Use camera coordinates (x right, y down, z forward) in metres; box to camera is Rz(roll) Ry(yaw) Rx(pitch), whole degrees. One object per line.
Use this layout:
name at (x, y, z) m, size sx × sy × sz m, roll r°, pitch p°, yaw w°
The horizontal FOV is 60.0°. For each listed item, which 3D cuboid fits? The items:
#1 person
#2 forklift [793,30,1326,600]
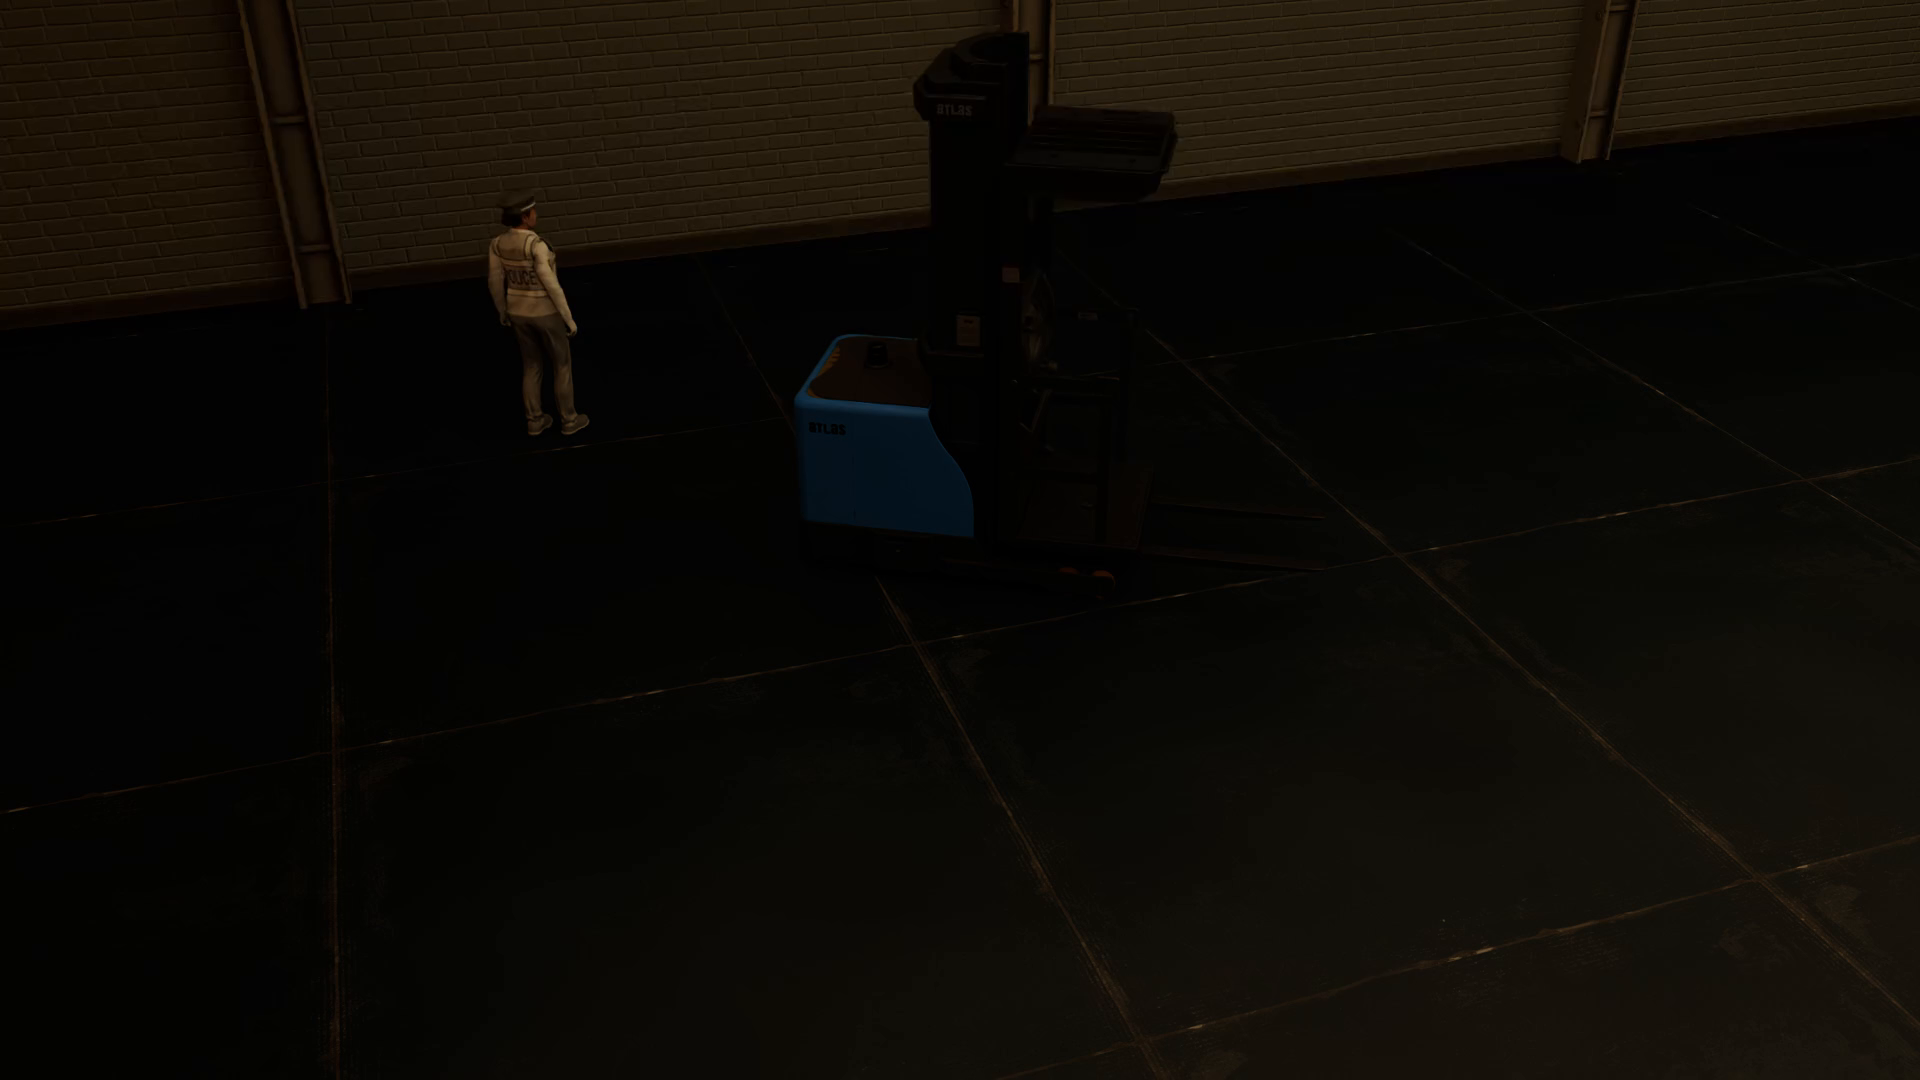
person at (-2.766, -1.486, 10.933) m, size 0.596 × 1.677 × 0.381 m, roll 10°, pitch 31°, yaw 16°
forklift at (0.620, -1.219, 9.206) m, size 3.031 × 2.935 × 1.130 m, roll 6°, pitch 30°, yaw 10°
